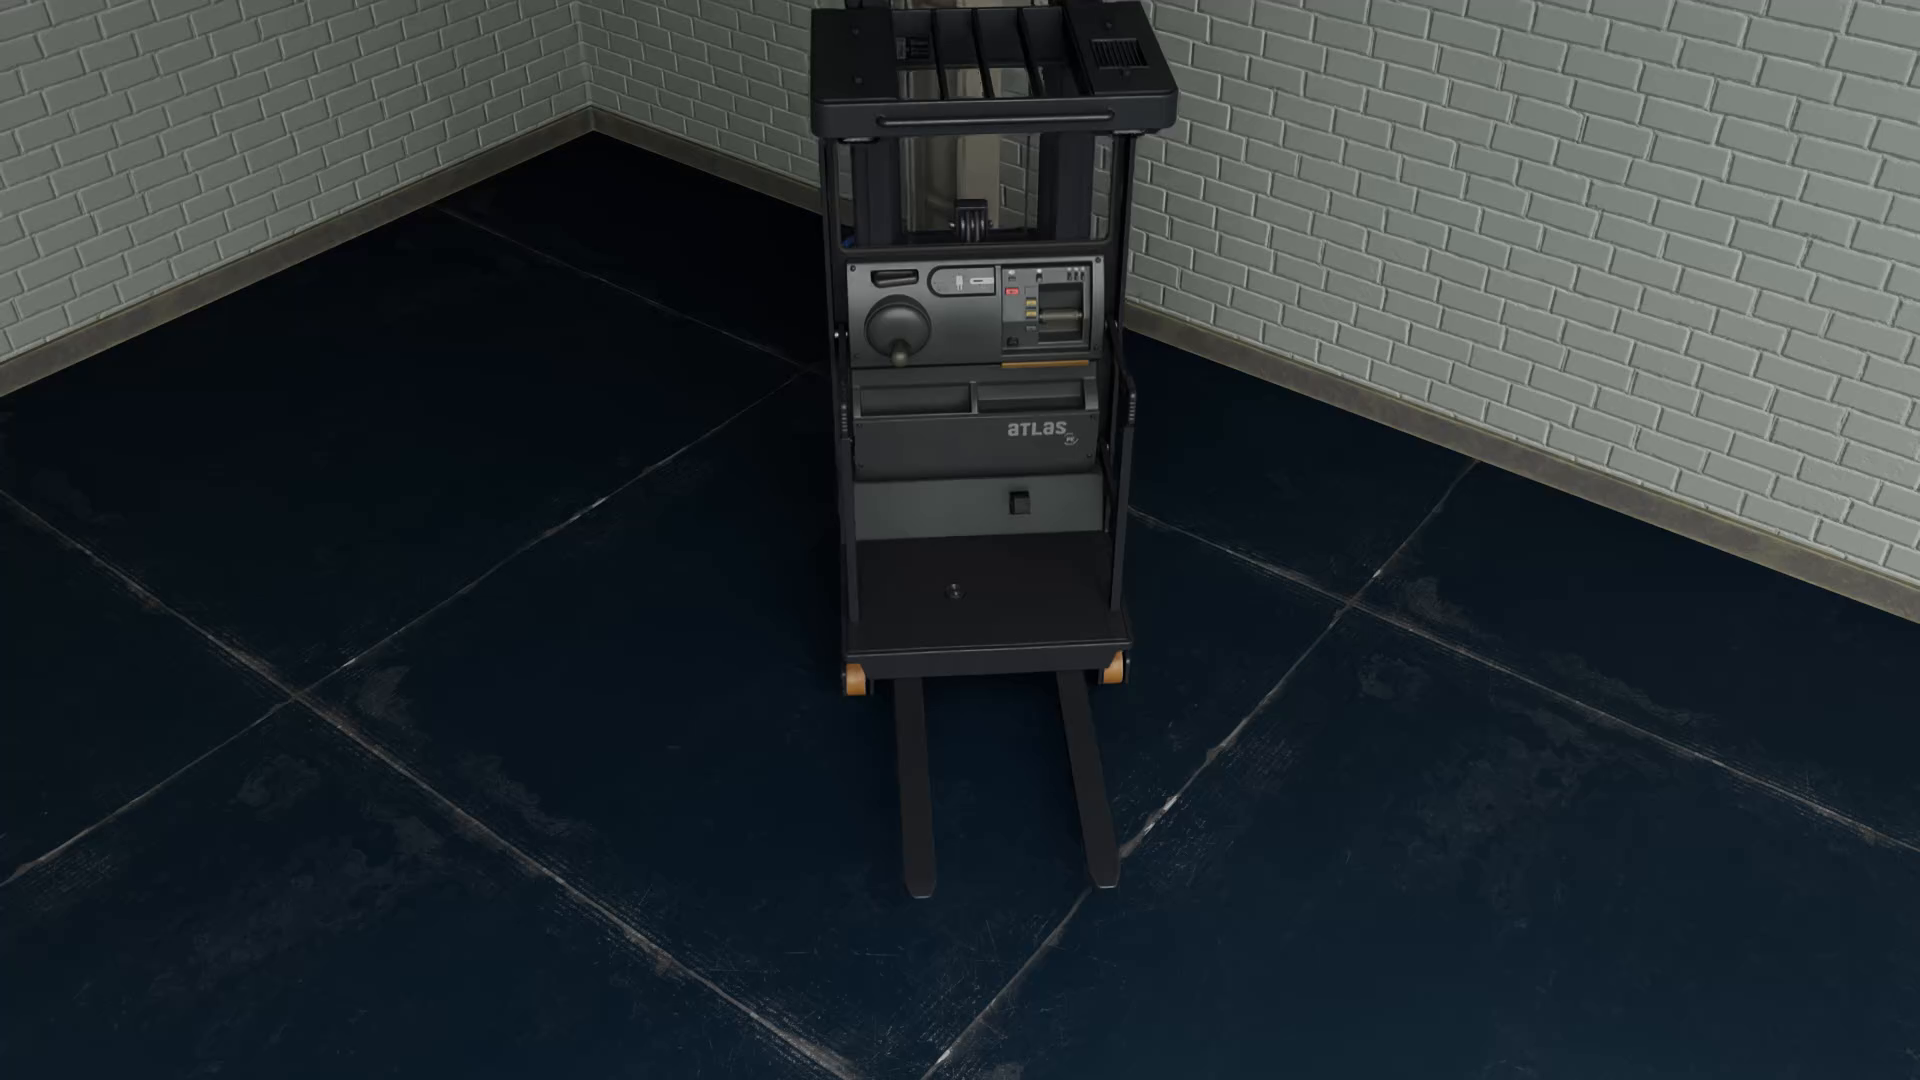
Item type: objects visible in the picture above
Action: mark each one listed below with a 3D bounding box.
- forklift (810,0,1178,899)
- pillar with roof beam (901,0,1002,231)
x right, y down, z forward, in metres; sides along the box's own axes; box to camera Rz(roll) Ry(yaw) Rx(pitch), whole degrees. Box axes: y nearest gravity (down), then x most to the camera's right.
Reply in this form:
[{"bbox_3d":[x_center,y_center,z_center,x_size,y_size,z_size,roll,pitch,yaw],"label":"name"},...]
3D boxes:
[{"bbox_3d":[0.075,-0.760,5.844,1.130,2.935,3.031,-2,38,-3],"label":"forklift"},{"bbox_3d":[-2.657,-2.873,3.620,0.400,9.000,9.100,25,45,29],"label":"pillar with roof beam"}]
